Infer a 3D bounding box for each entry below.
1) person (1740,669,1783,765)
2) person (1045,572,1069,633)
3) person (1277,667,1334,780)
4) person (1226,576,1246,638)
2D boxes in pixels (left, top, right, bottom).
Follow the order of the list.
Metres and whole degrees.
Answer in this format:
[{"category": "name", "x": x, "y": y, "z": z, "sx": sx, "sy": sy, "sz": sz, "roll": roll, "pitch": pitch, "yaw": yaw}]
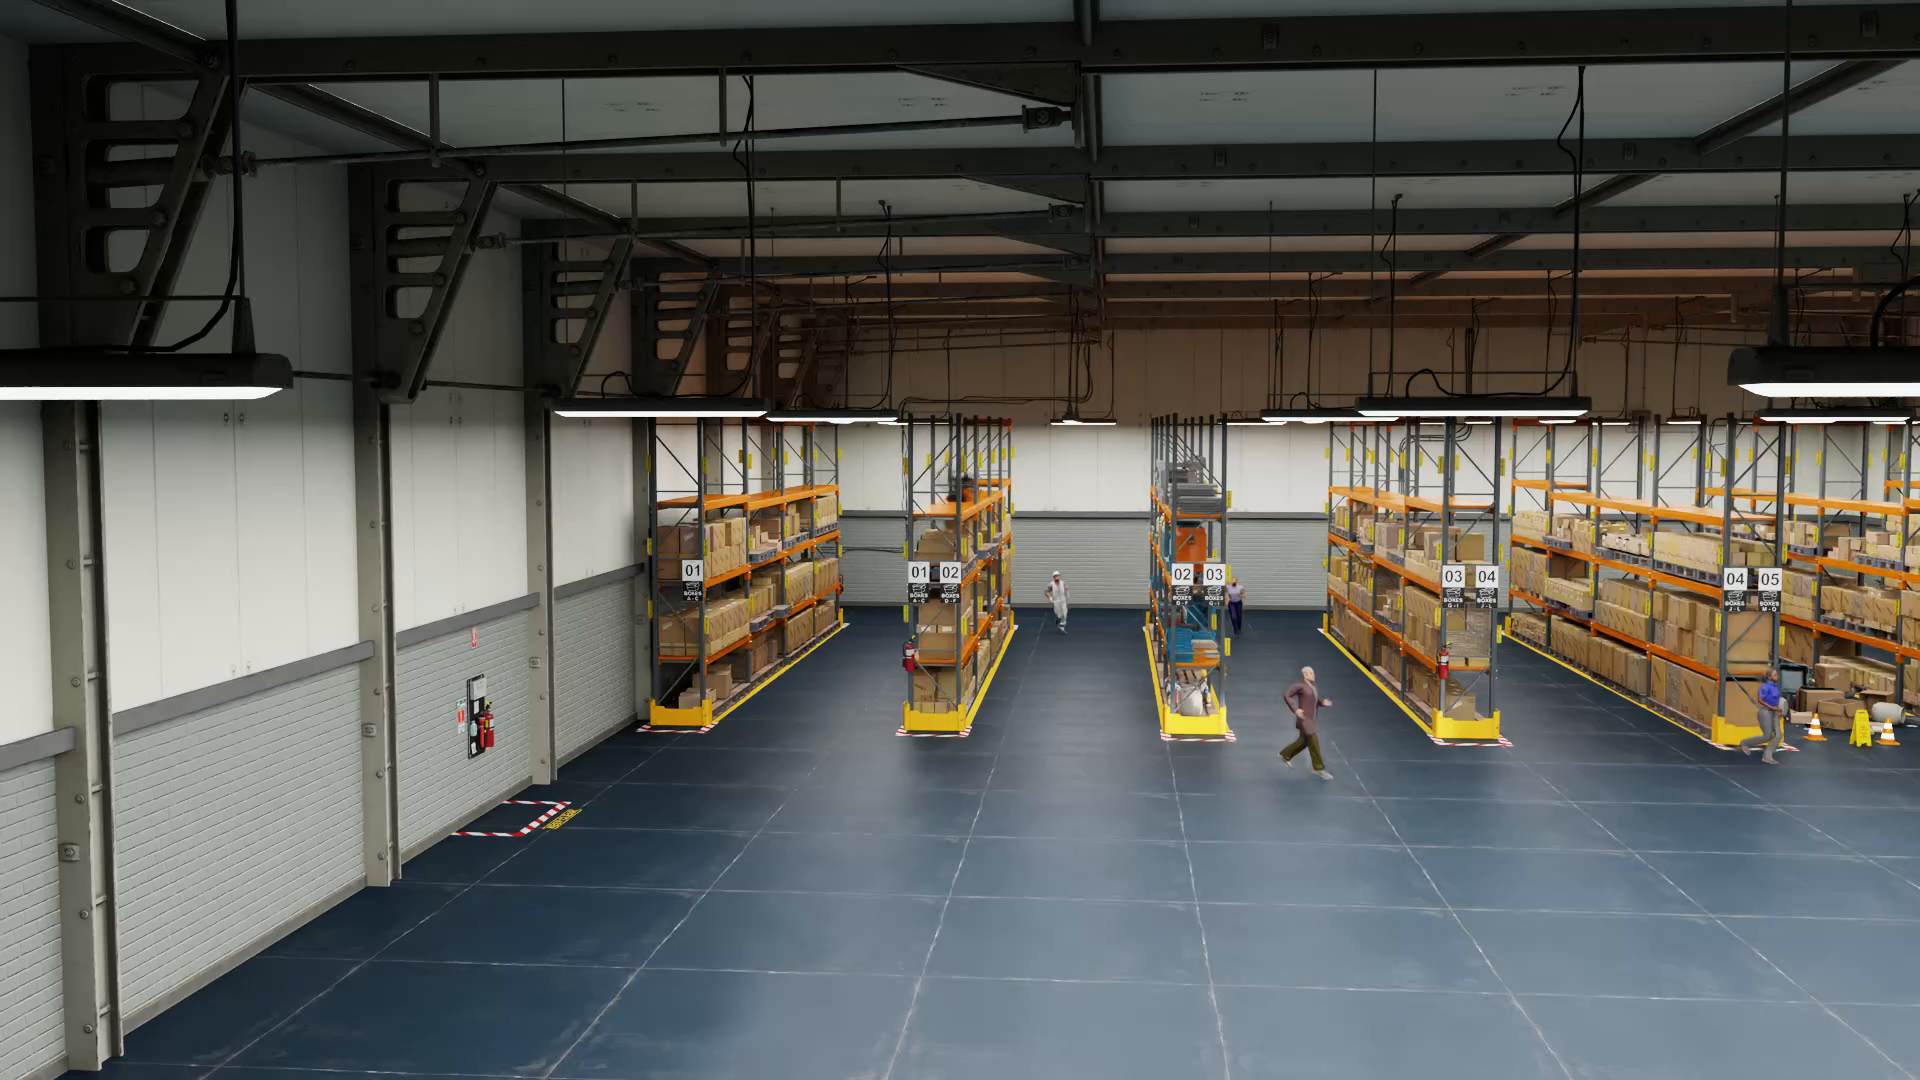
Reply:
[{"category": "person", "x": 13.804, "y": 3.008, "z": 28.526, "sx": 0.575, "sy": 1.626, "sz": 0.683, "roll": -3, "pitch": 5, "yaw": -40}, {"category": "person", "x": 2.723, "y": 1.739, "z": 46.468, "sx": 0.680, "sy": 1.728, "sz": 0.543, "roll": -1, "pitch": 4, "yaw": -19}, {"category": "person", "x": 5.685, "y": 2.980, "z": 27.327, "sx": 1.041, "sy": 1.805, "sz": 0.703, "roll": 3, "pitch": 5, "yaw": 35}, {"category": "person", "x": 7.553, "y": 1.839, "z": 45.686, "sx": 0.607, "sy": 1.692, "sz": 0.796, "roll": 0, "pitch": 4, "yaw": 2}]
